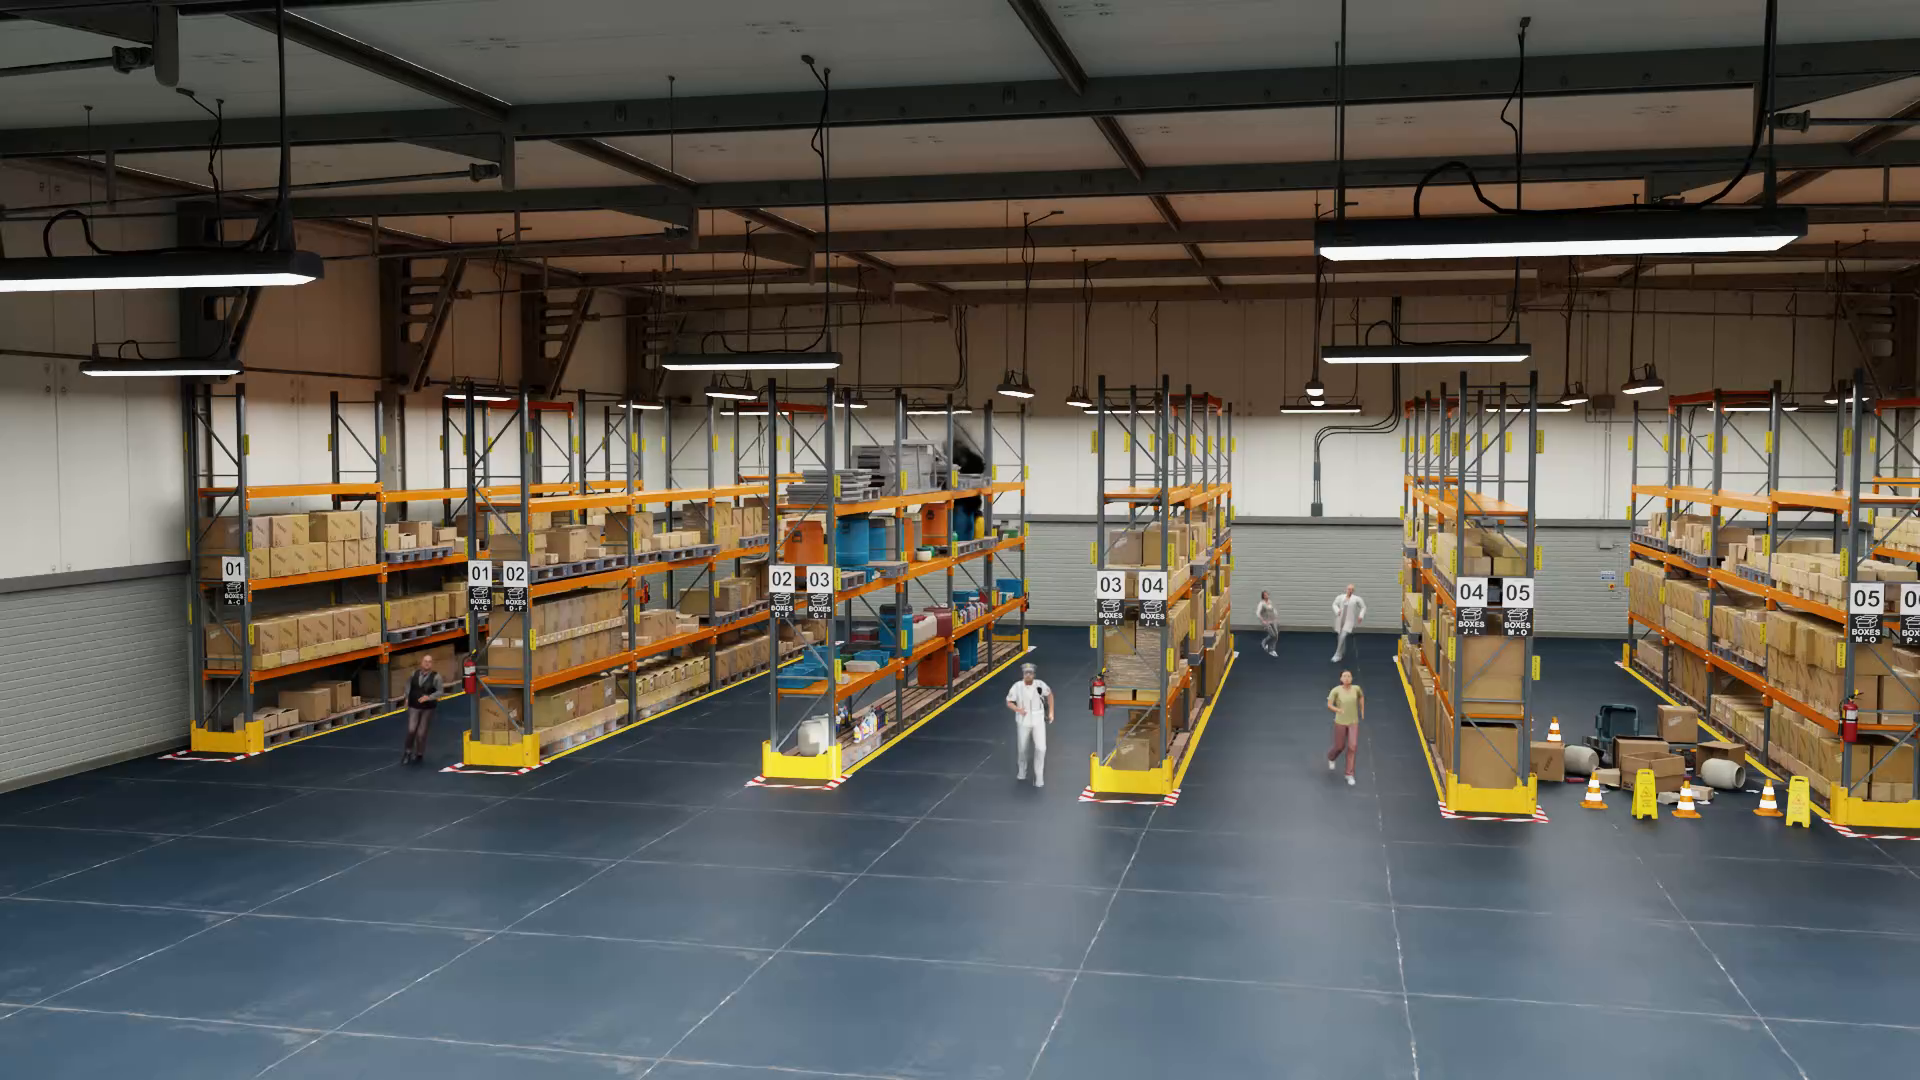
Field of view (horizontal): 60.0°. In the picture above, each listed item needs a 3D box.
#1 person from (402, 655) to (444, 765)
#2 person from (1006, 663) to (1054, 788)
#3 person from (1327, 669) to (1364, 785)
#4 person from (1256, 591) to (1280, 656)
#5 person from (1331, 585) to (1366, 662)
[{"bbox_3d":[-8.441,2.671,26.126,0.656,1.719,0.647,-1,3,-11],"label":"person"},{"bbox_3d":[1.032,2.718,24.549,0.706,1.844,0.706,0,3,0],"label":"person"},{"bbox_3d":[5.762,2.751,24.853,0.585,1.674,0.950,0,3,1],"label":"person"},{"bbox_3d":[7.326,1.995,39.541,0.581,1.533,0.486,-2,4,-34],"label":"person"},{"bbox_3d":[8.923,1.900,38.364,0.761,1.744,1.025,2,4,32],"label":"person"}]
